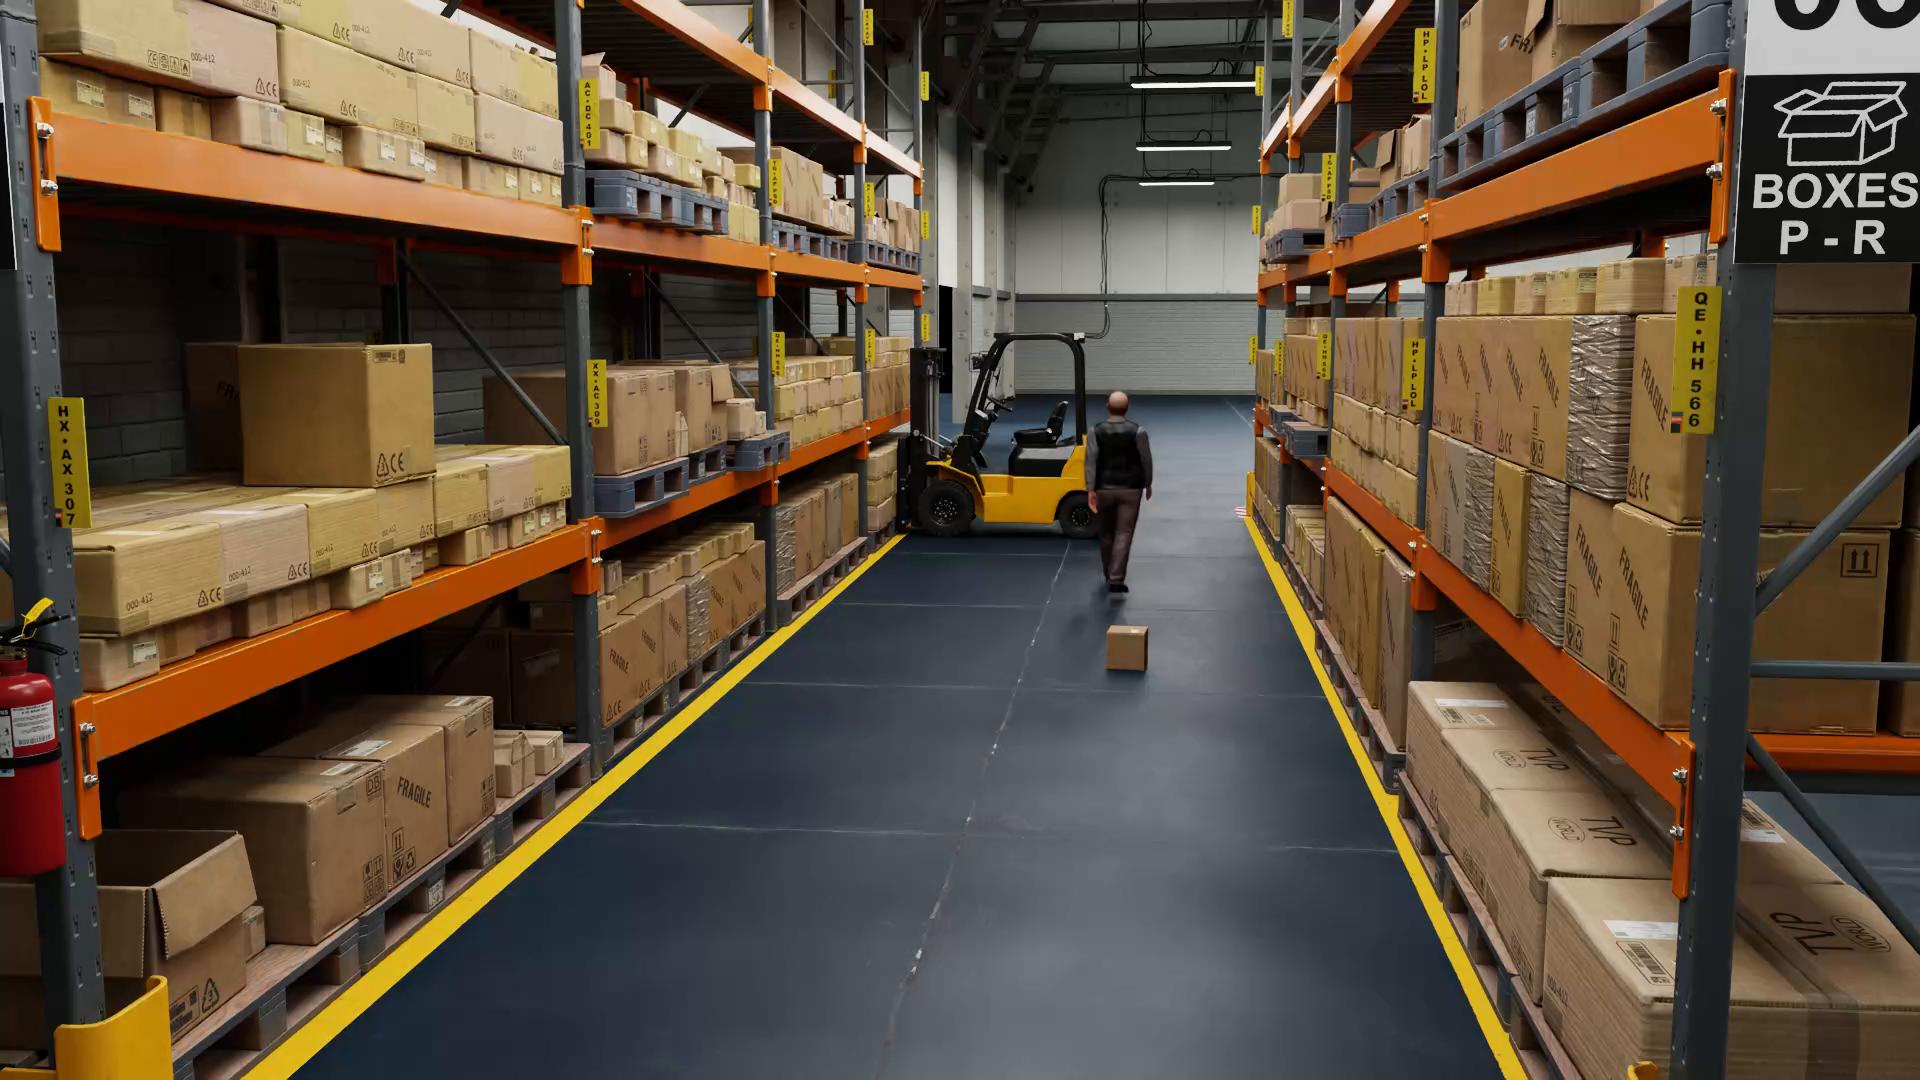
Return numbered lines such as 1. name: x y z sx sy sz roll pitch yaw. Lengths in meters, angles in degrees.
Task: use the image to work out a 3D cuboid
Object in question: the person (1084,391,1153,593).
1. person: 1.350 -0.417 13.981 0.543 1.670 1.003 2 8 16
